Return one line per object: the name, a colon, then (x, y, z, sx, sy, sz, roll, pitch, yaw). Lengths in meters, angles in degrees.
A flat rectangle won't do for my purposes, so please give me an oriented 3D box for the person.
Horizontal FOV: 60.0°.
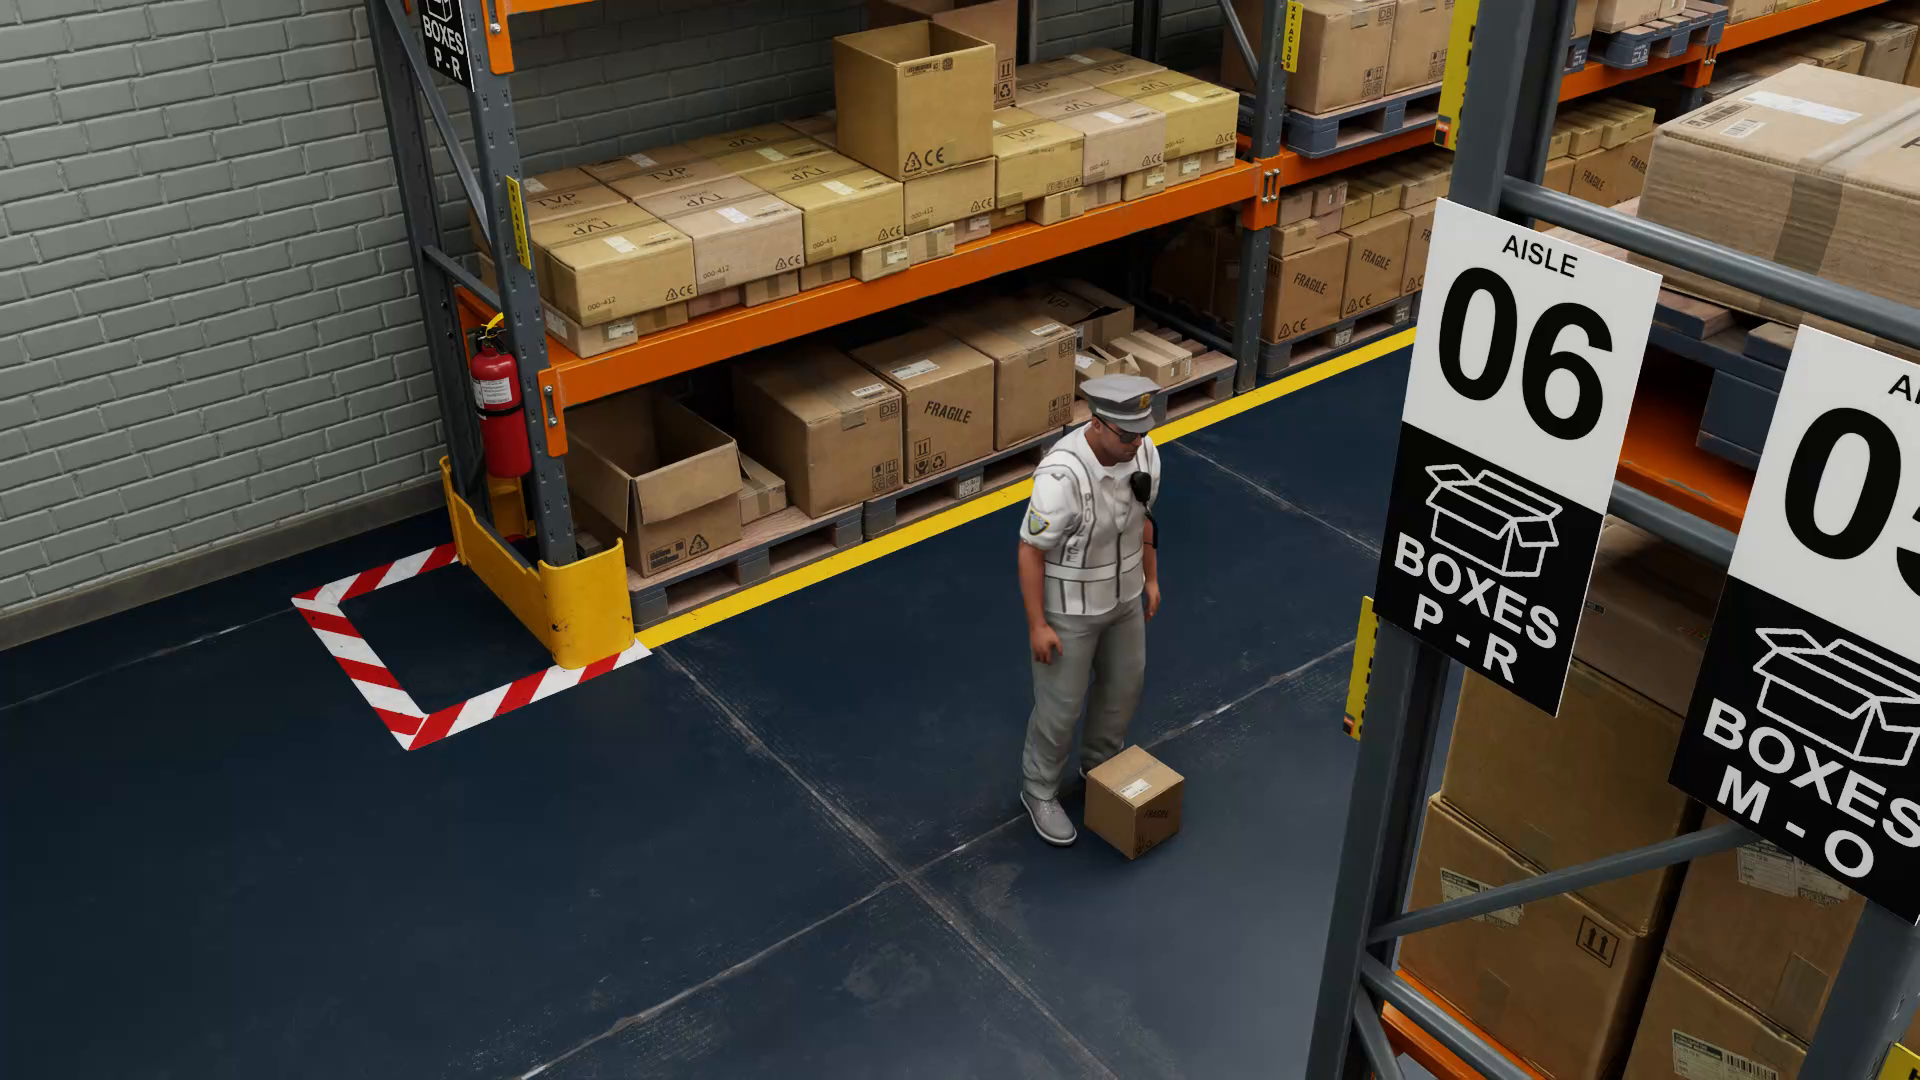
person: (0.457, 0.209, 5.794, 0.587, 1.748, 0.467, -22, 38, -31)
